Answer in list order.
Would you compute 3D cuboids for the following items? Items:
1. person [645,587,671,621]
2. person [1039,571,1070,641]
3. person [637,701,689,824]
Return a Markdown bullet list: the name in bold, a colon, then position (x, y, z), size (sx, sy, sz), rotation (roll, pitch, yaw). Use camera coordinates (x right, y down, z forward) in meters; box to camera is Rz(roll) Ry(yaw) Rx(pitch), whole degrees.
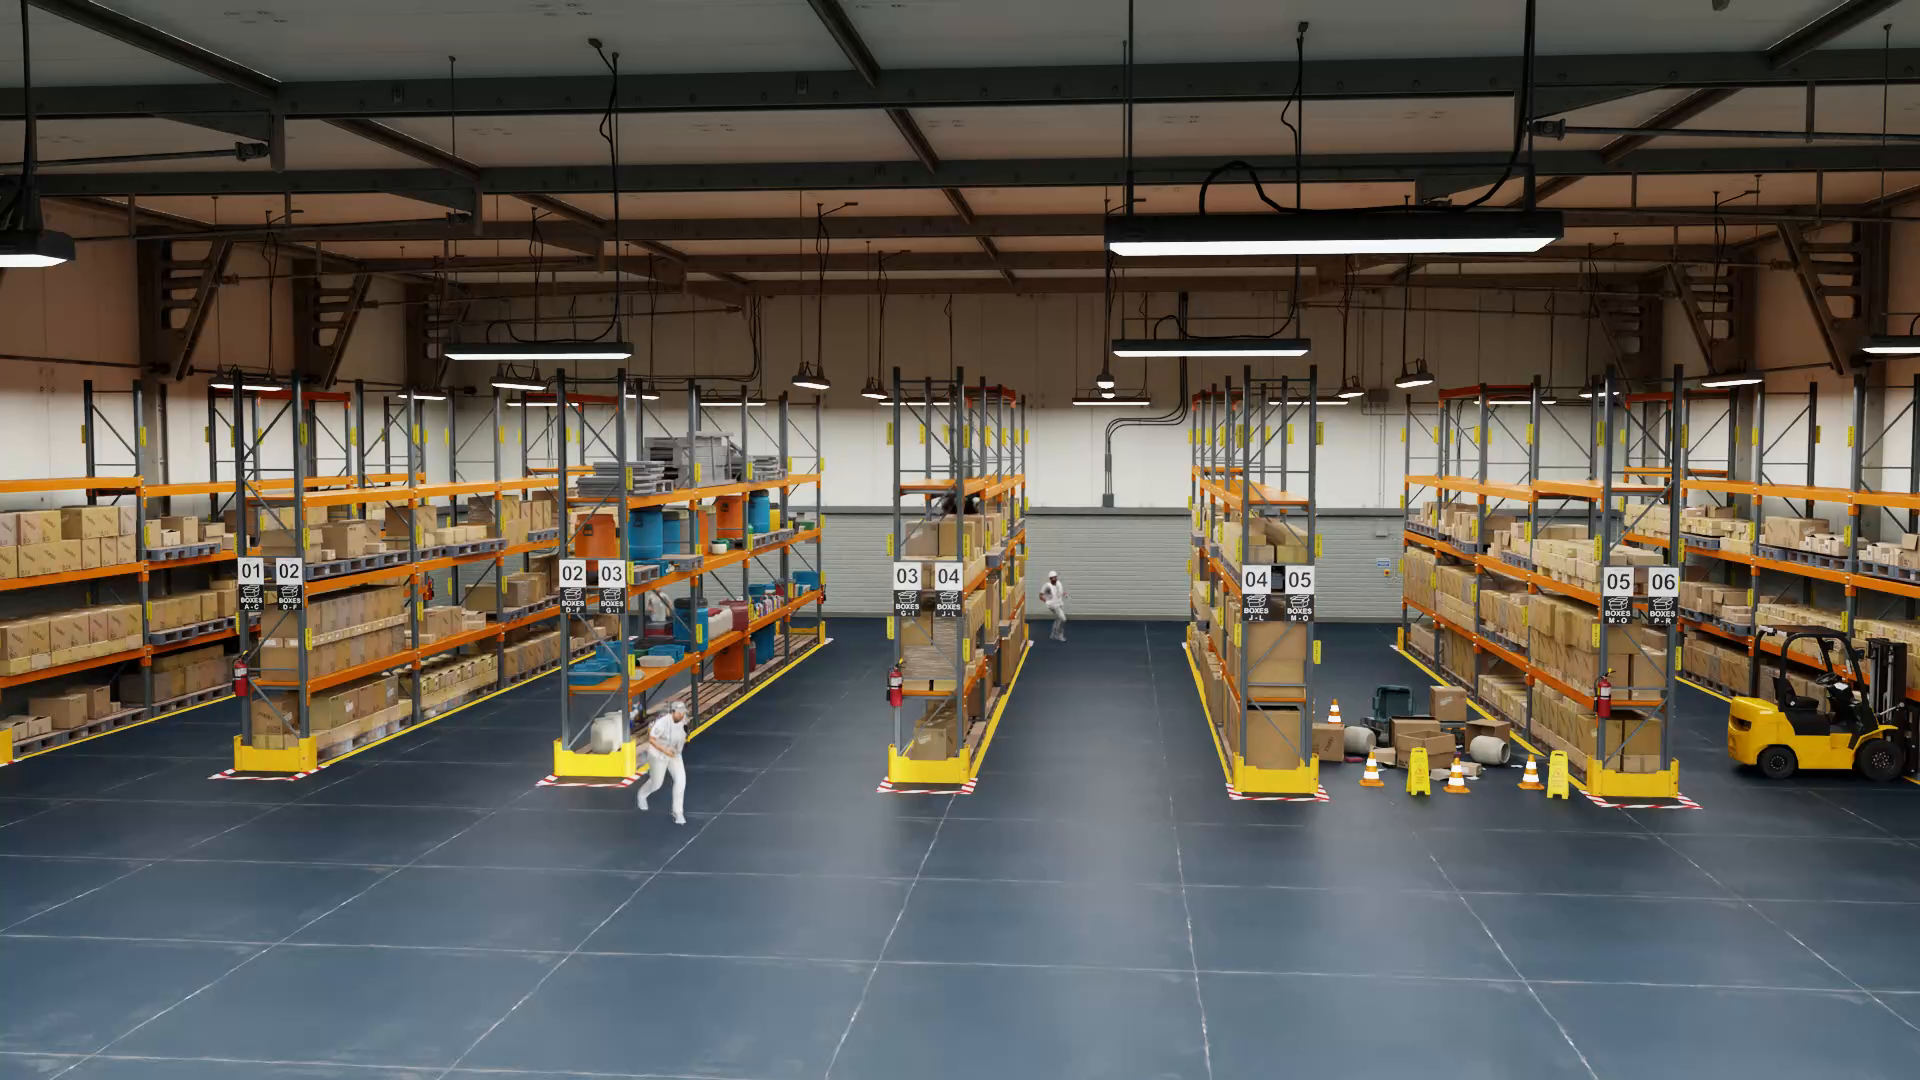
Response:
- **person**: position (-7.003, 1.793, 38.547), size (0.576, 1.626, 0.571), rotation (0, 4, -3)
- **person**: position (2.359, 1.641, 40.754), size (0.640, 1.781, 0.765), rotation (3, 4, 35)
- **person**: position (-3.885, 2.880, 21.804), size (1.030, 1.627, 0.642), rotation (3, 5, 40)
